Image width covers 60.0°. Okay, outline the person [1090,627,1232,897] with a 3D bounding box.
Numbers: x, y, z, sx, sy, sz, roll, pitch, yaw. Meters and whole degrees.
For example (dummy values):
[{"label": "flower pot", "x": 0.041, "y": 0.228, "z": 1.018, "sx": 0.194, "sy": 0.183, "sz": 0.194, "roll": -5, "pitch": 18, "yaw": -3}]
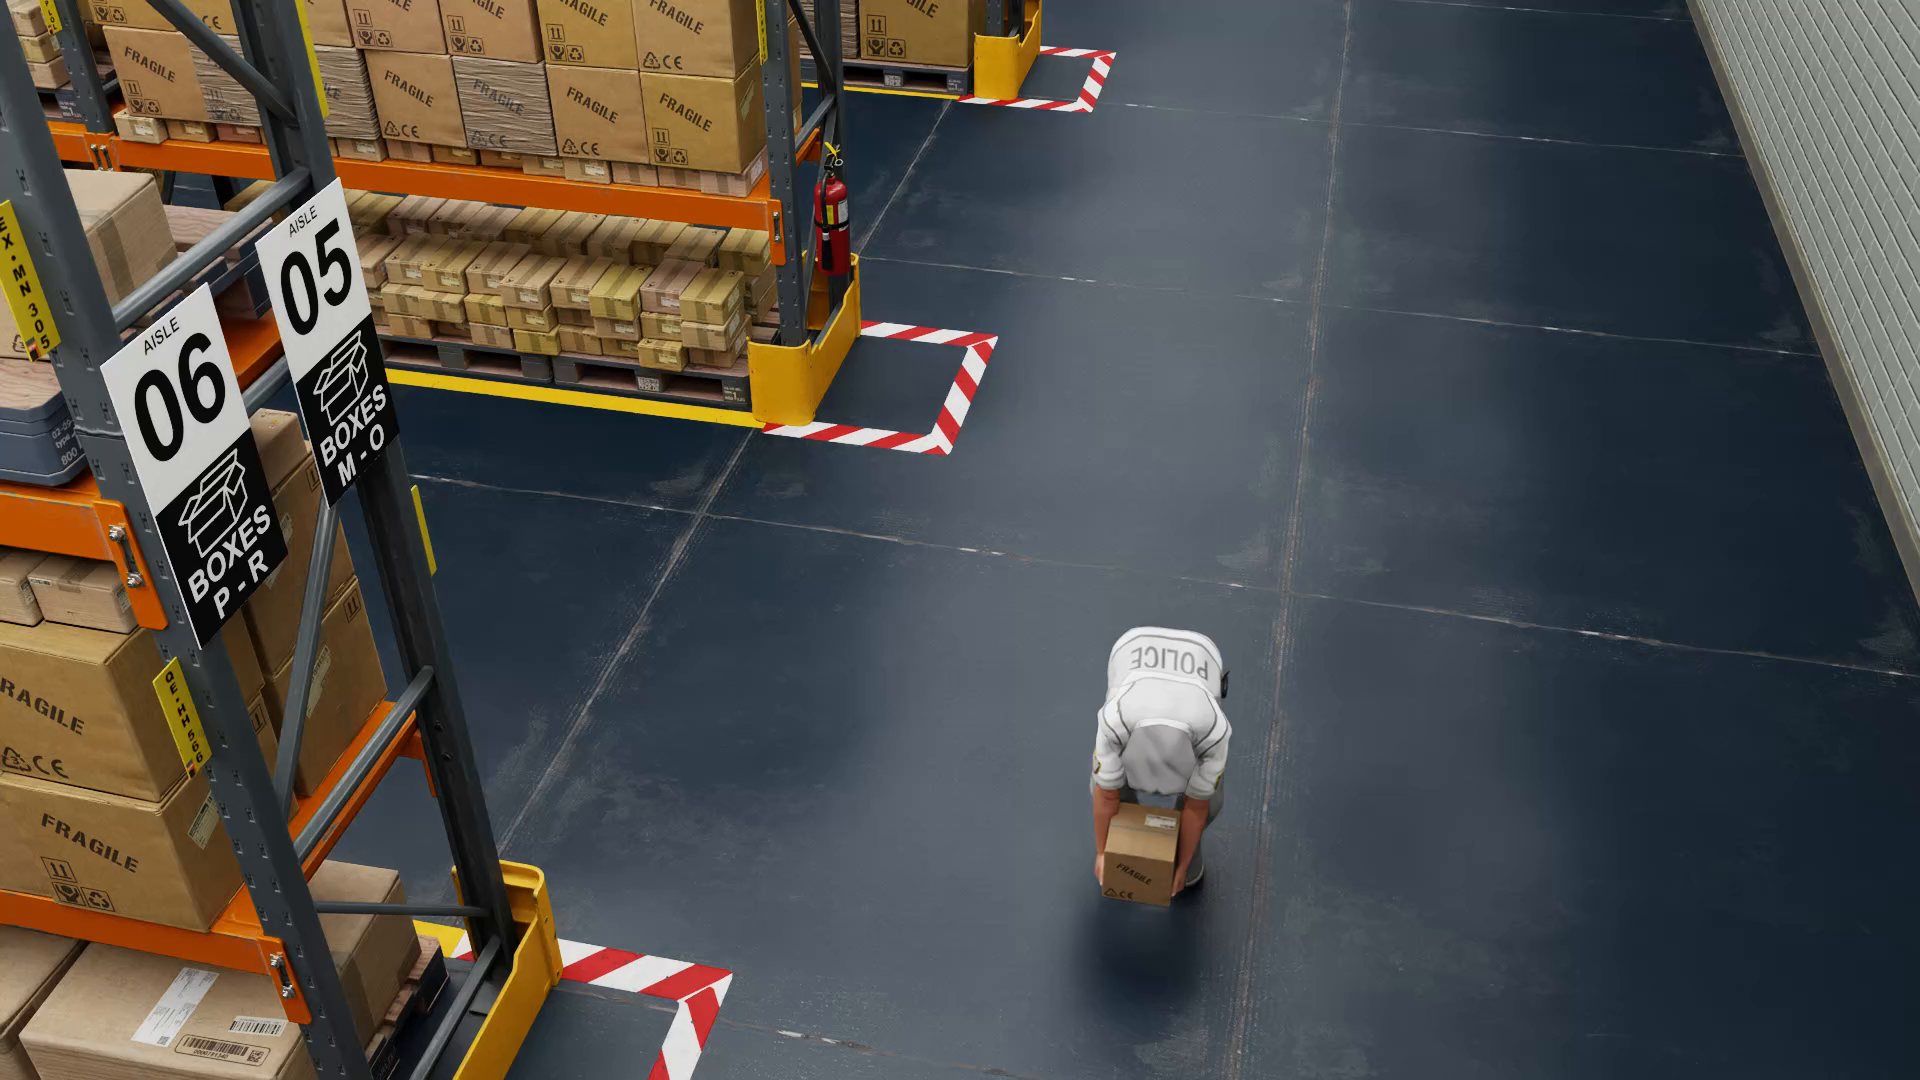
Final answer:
[{"label": "person", "x": 0.730, "y": 0.903, "z": 6.207, "sx": 0.500, "sy": 1.193, "sz": 1.026, "roll": 6, "pitch": 37, "yaw": 8}]
